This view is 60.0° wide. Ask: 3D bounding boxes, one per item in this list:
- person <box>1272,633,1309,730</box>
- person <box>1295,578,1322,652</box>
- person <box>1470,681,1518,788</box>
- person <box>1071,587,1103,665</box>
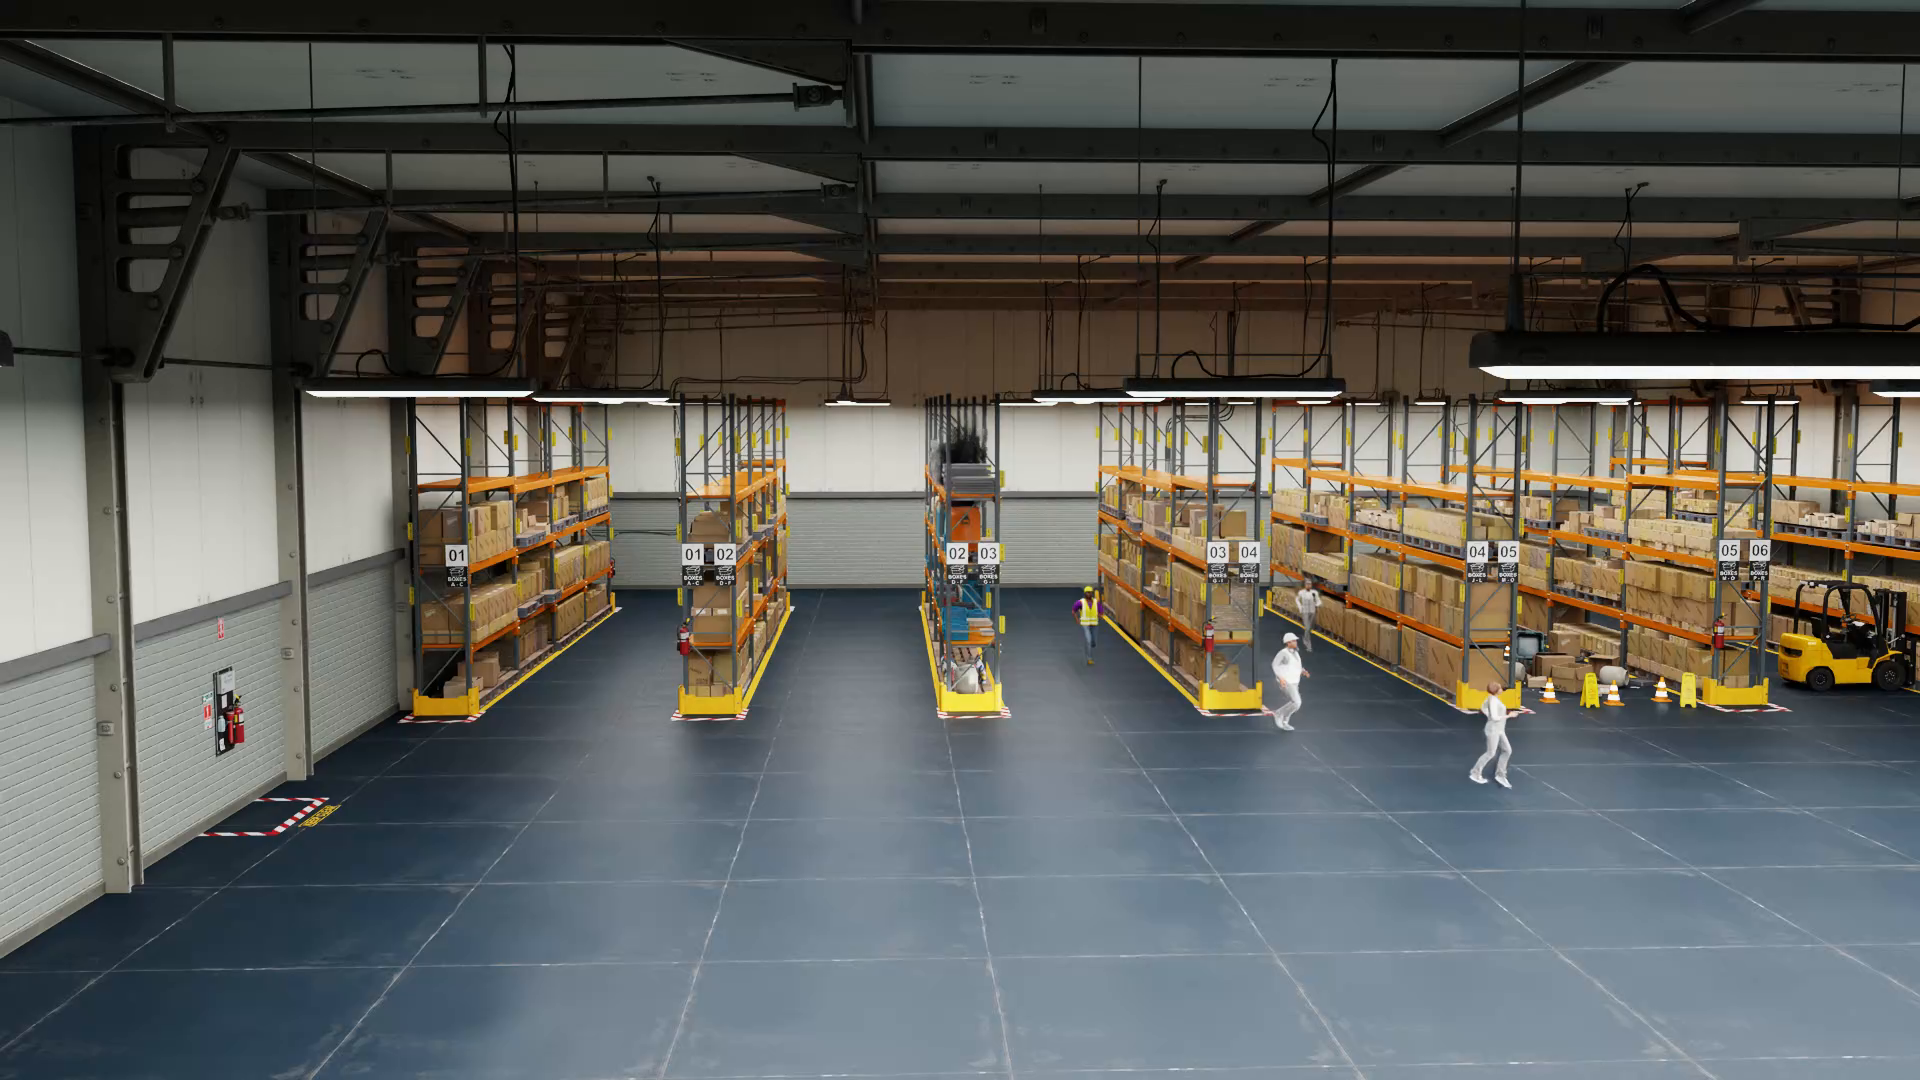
[{"bbox_3d":[5.905,2.519,29.576,0.567,1.740,0.670,3,6,35],"label":"person"},{"bbox_3d":[8.303,1.757,39.560,0.603,1.710,0.824,0,5,1],"label":"person"},{"bbox_3d":[8.070,2.934,25.109,0.677,1.635,0.516,2,5,25],"label":"person"},{"bbox_3d":[2.883,1.909,37.318,0.714,1.739,0.846,-1,5,-13],"label":"person"}]
